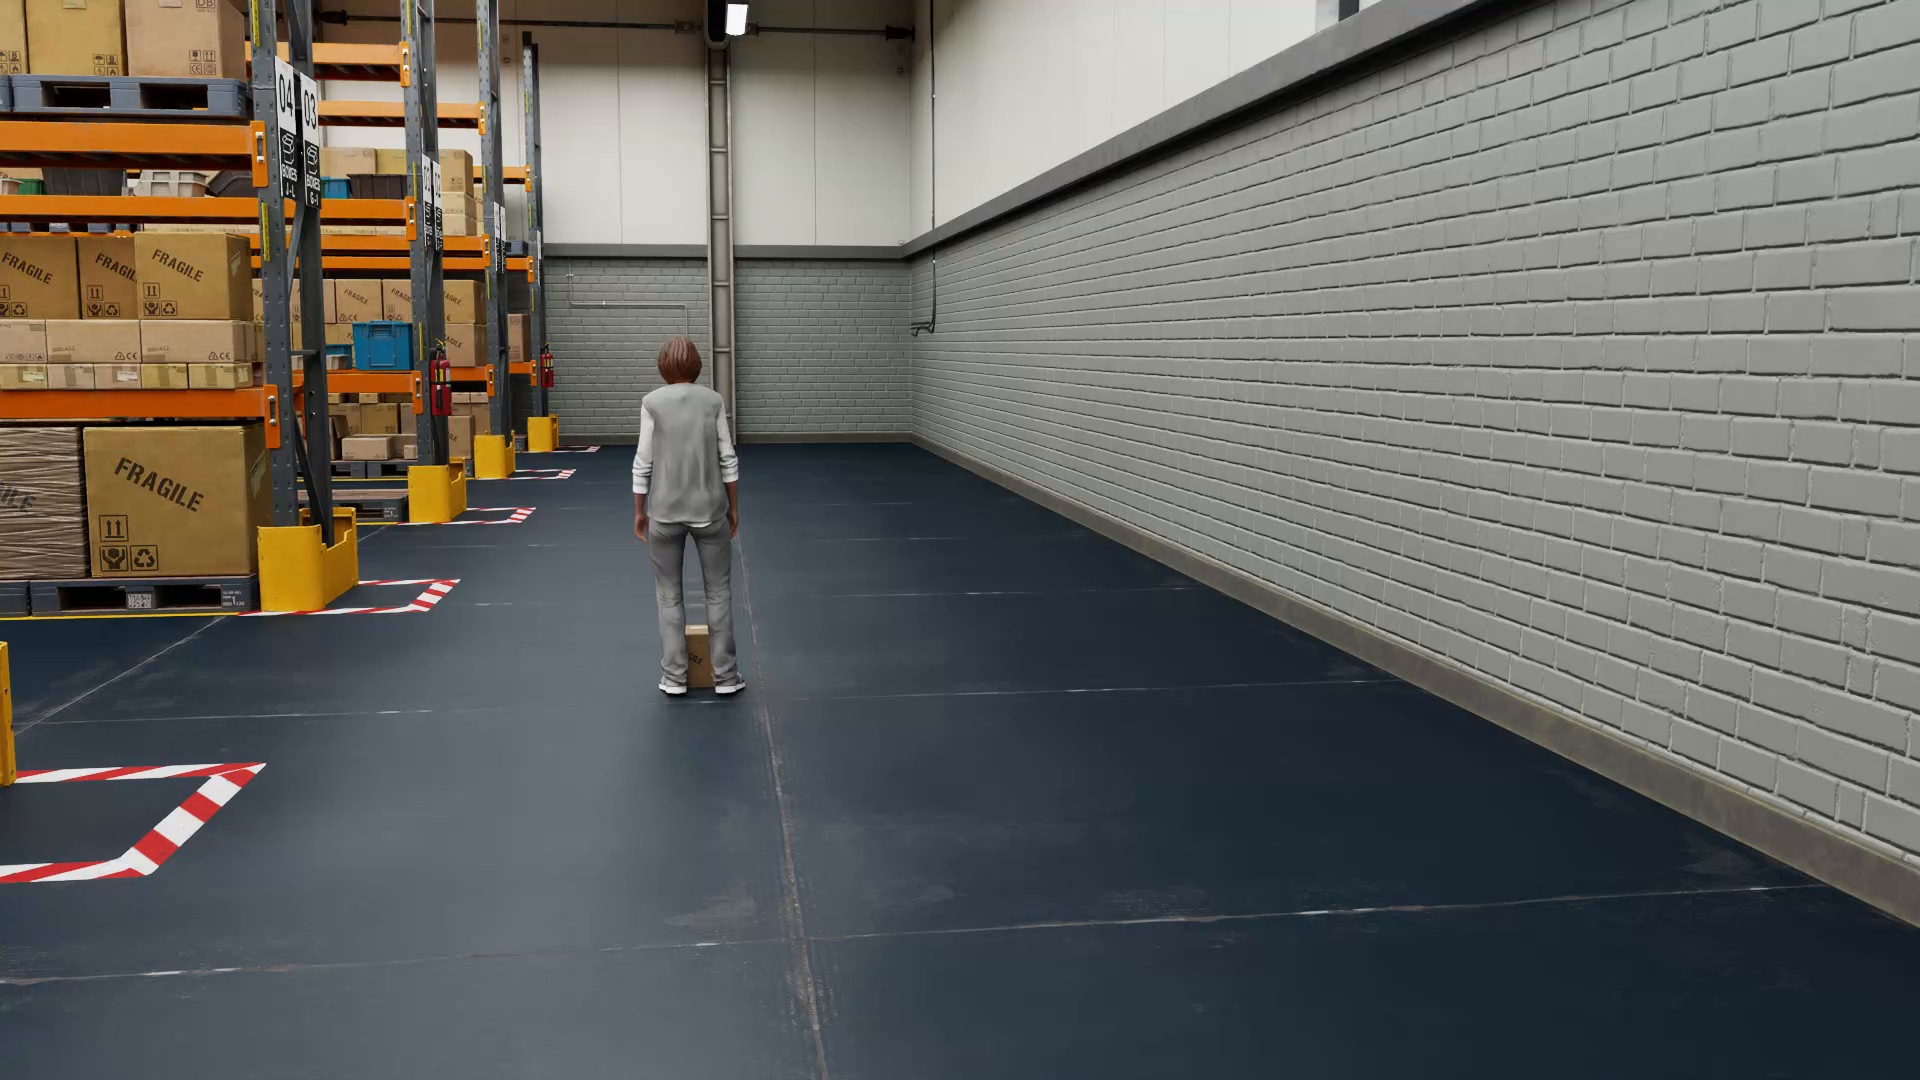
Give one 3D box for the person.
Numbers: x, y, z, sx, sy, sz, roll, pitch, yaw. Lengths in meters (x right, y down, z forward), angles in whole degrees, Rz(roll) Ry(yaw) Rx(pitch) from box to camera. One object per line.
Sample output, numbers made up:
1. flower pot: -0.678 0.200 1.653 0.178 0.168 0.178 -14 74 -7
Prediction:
1. person: -1.208 -0.103 7.399 0.485 1.594 0.371 -1 7 -12
